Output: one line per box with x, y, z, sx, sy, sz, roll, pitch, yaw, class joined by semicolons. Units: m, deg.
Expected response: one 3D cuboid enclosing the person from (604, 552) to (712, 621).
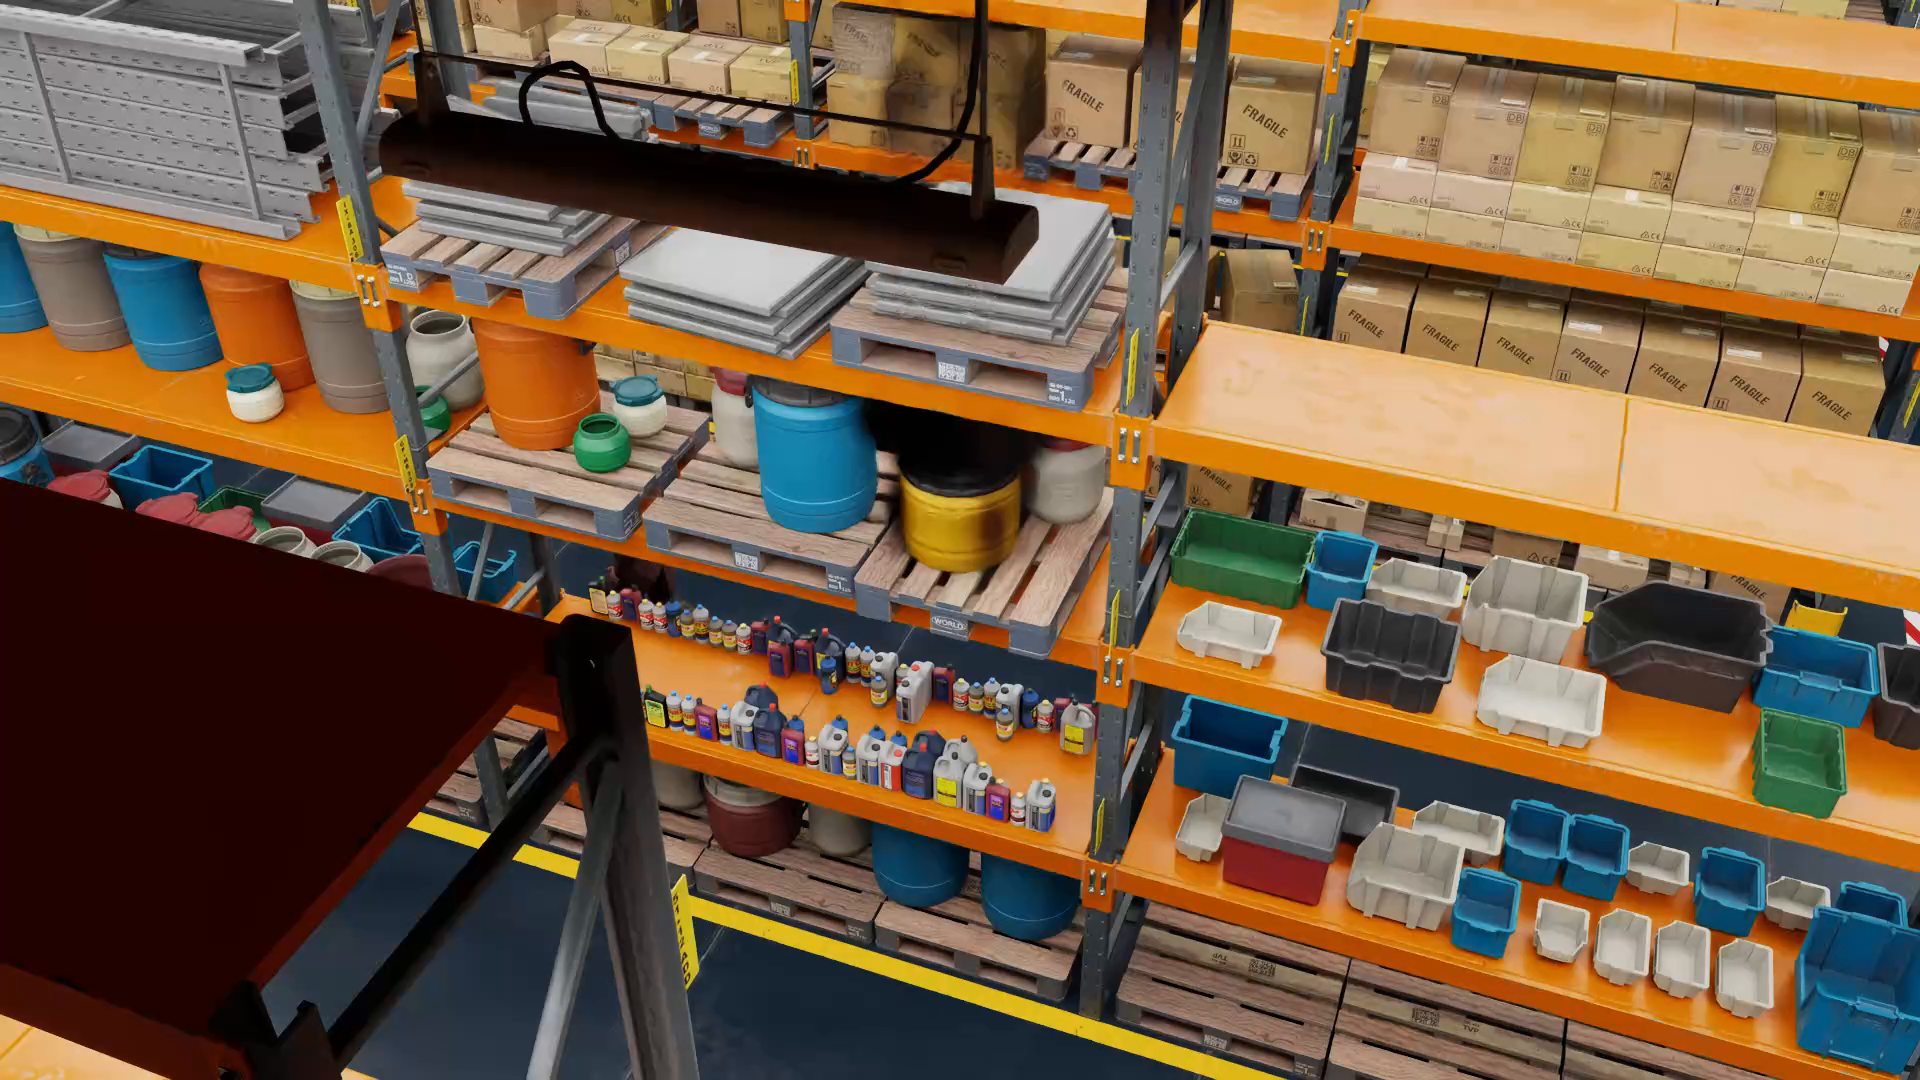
-2.183;0.216;11.651;1.157;1.779;0.713;13;38;17;person

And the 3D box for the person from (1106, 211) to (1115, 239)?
1.266;-2.789;15.845;0.649;1.625;0.643;8;37;11;person
